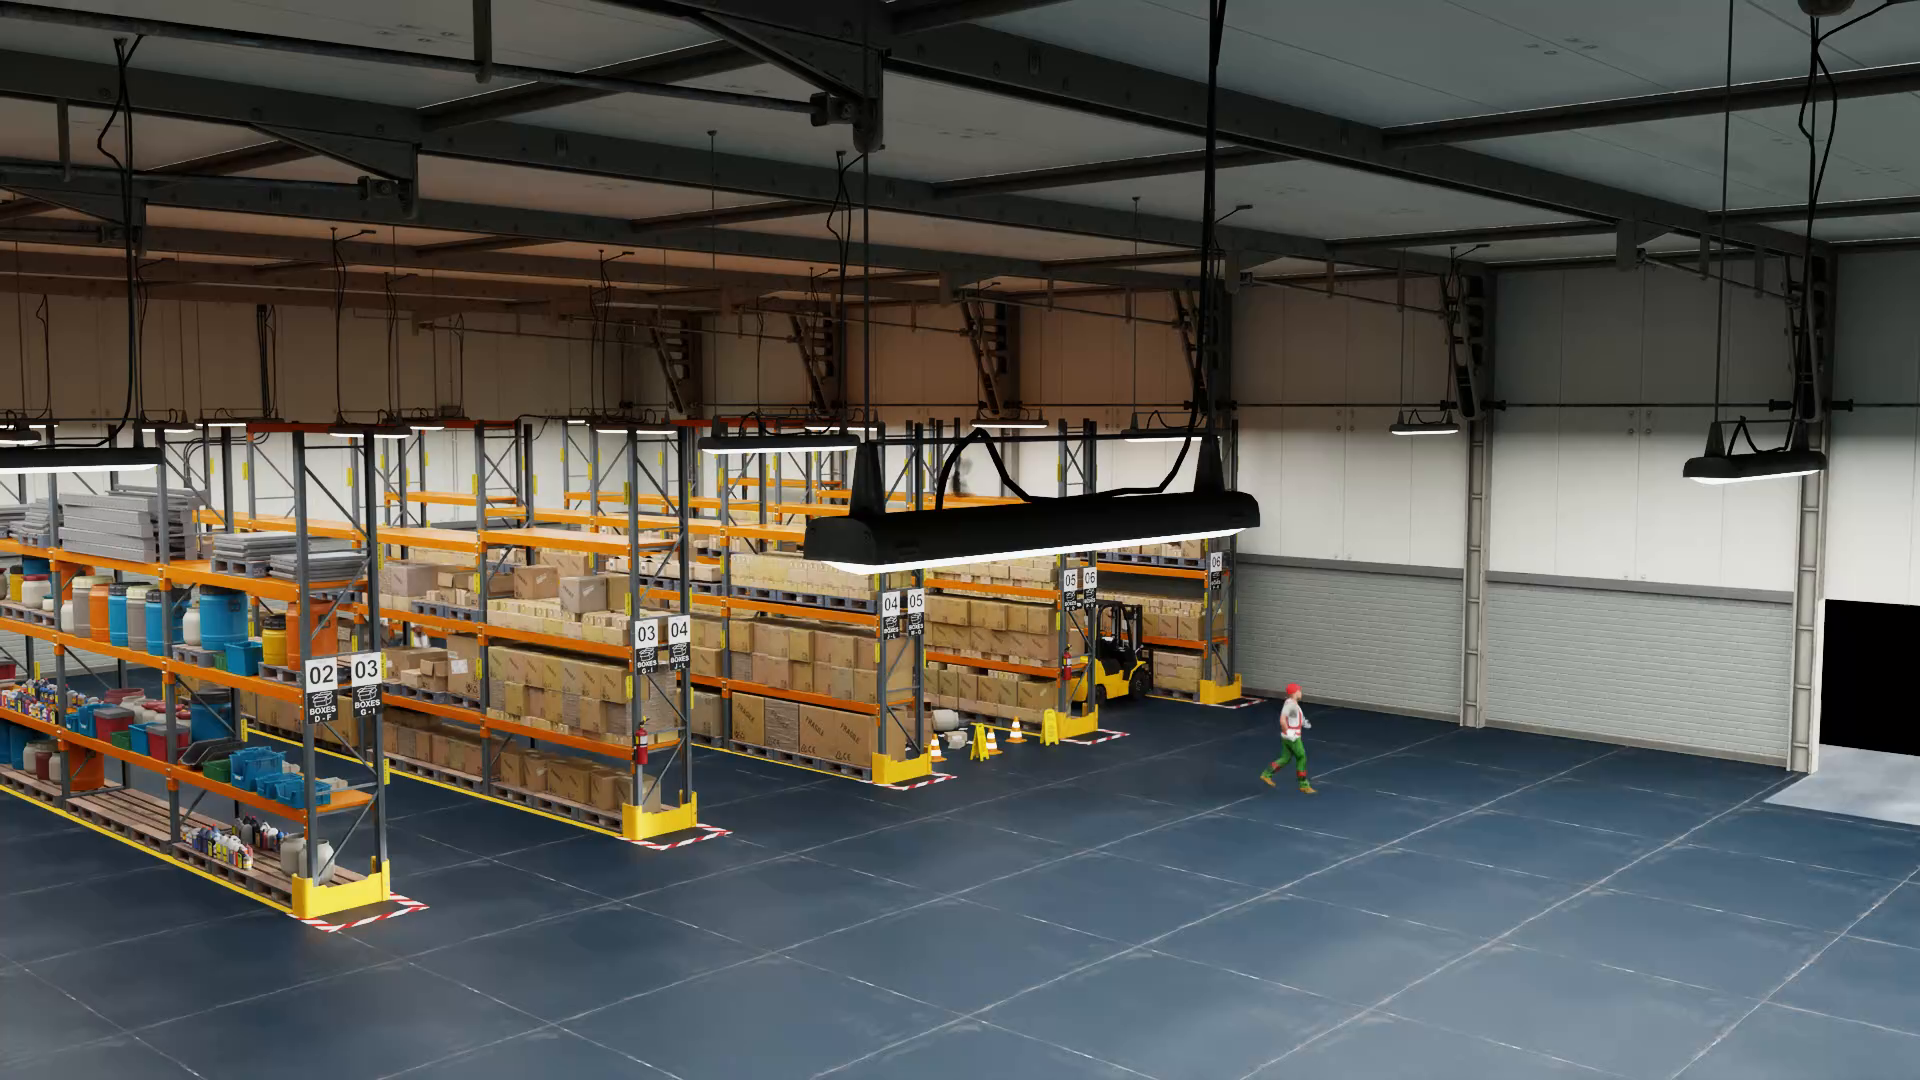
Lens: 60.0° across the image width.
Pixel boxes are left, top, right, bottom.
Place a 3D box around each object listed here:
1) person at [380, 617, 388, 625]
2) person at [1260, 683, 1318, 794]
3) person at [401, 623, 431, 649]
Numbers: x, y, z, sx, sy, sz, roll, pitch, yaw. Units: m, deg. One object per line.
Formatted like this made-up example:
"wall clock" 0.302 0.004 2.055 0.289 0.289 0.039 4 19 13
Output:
"person" -13.900 2.280 39.707 0.503 1.635 0.674 -2 5 -26
"person" 5.367 3.223 27.087 0.936 1.799 0.658 0 5 1
"person" -11.550 2.582 35.351 0.741 1.771 0.682 4 6 41
